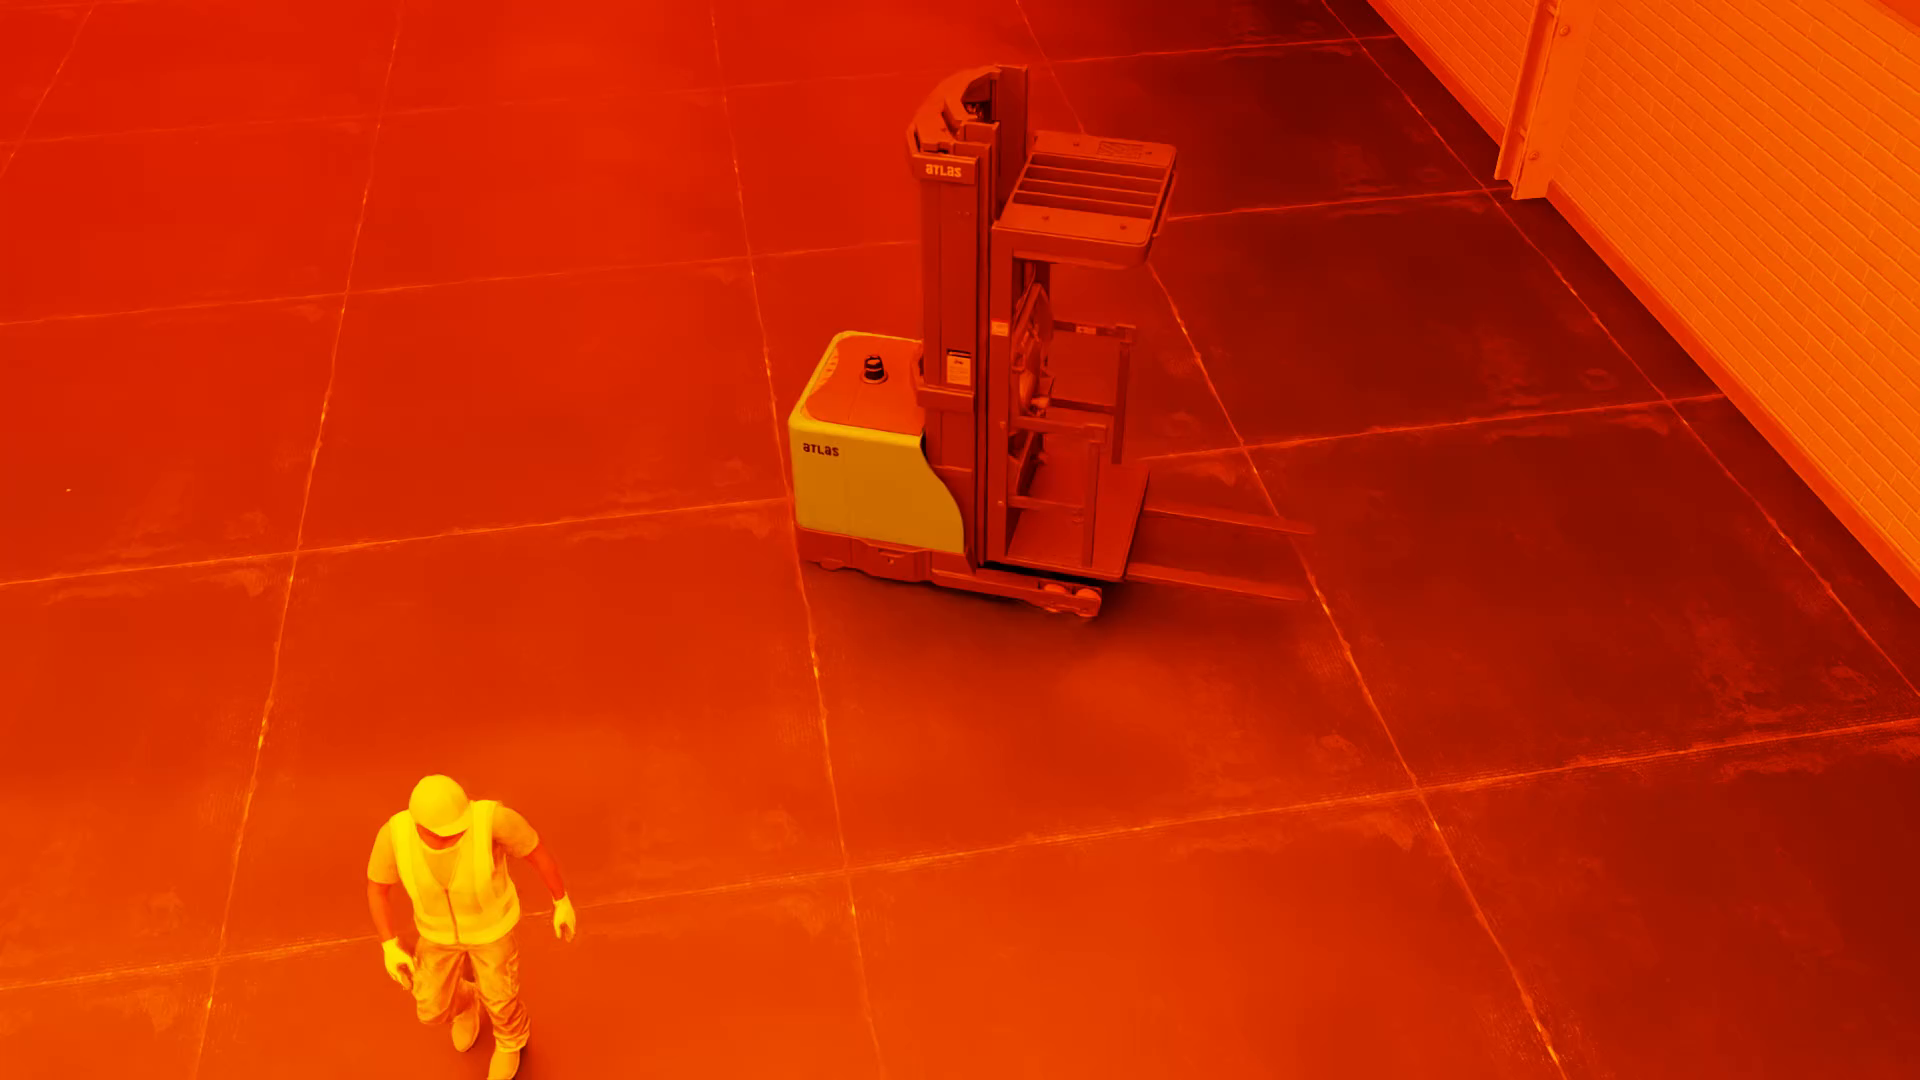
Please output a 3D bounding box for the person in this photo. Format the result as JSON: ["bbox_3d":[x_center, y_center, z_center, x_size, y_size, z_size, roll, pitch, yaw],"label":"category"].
[{"bbox_3d":[-2.018,1.628,6.960,0.805,1.750,0.488,0,40,0],"label":"person"}]

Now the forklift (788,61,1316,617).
[{"bbox_3d":[0.584,-1.048,9.190,3.031,2.935,1.130,9,41,11],"label":"forklift"}]
